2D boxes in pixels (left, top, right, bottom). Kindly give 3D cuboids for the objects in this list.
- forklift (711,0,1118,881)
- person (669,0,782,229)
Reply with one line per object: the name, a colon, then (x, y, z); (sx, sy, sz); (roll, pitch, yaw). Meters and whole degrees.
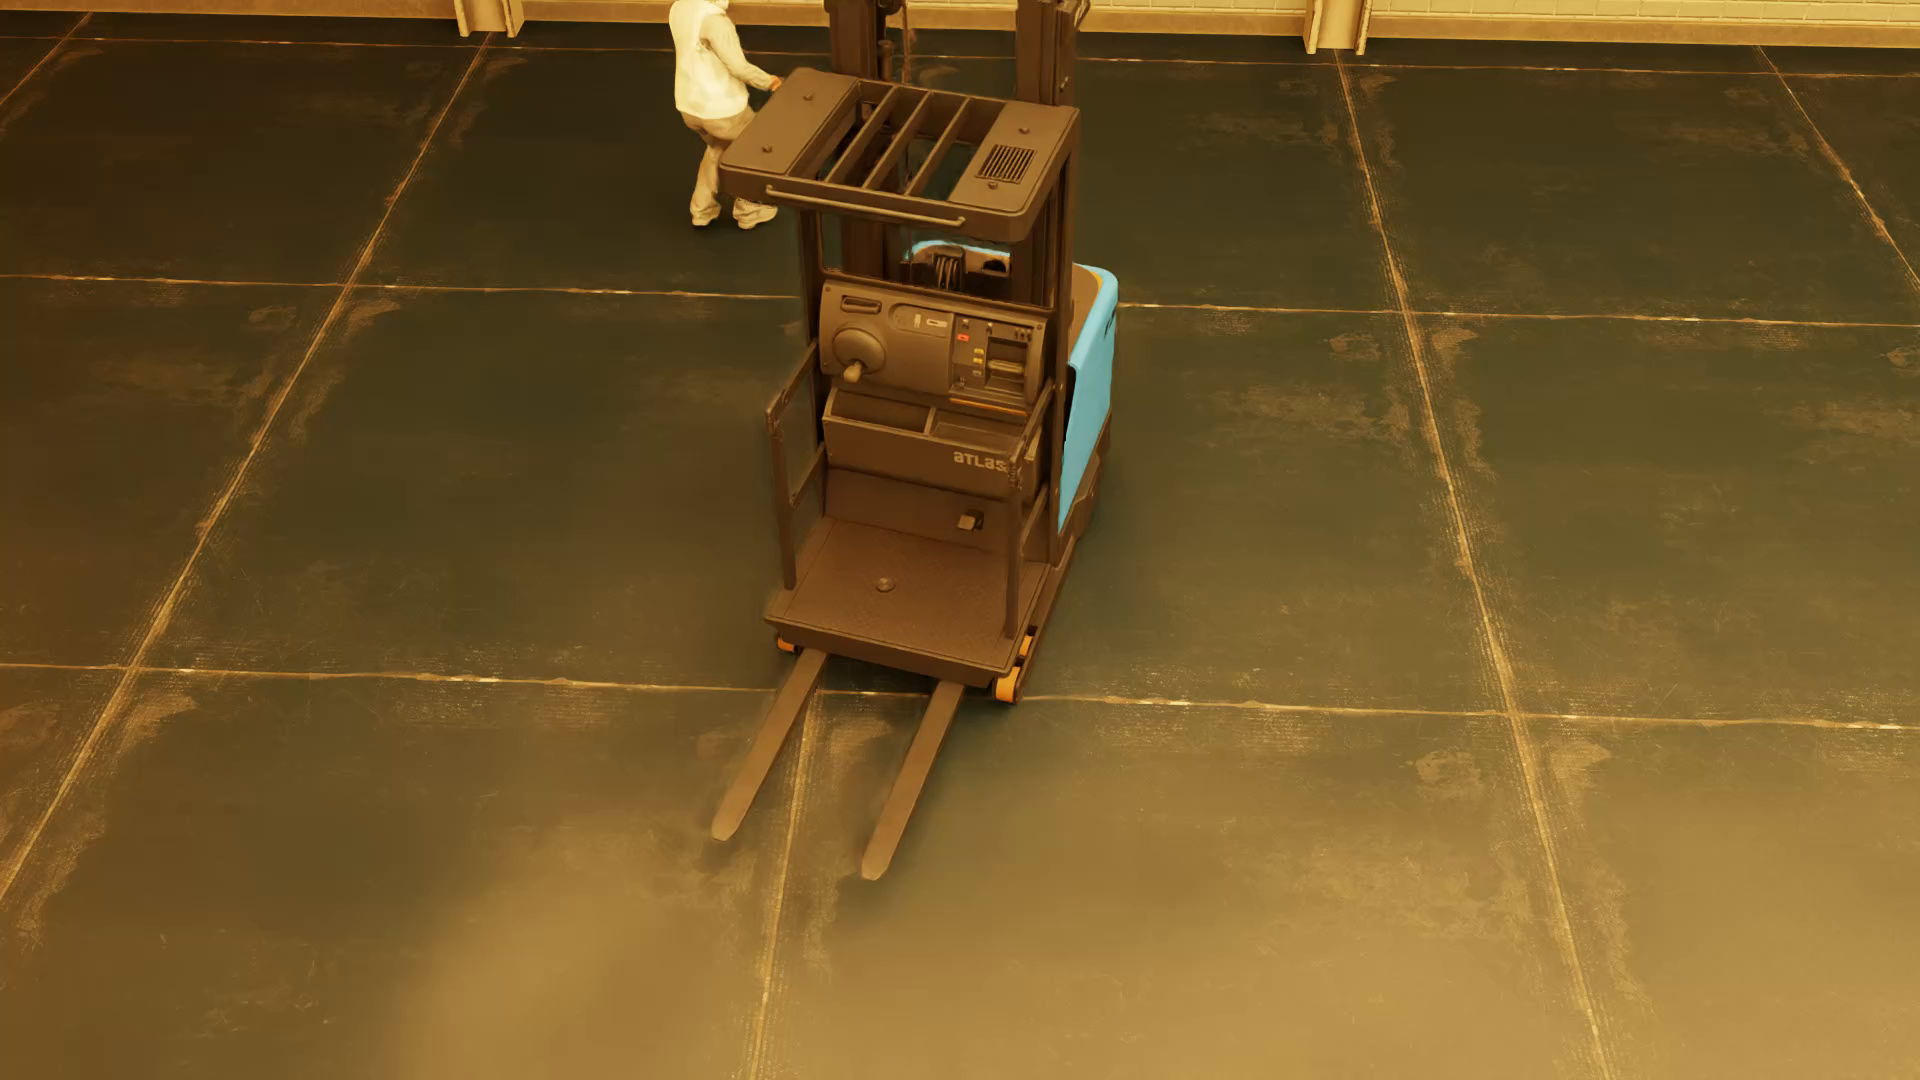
forklift: (-0.180, -0.689, 6.497); (1.130, 2.935, 3.031); (12, 44, 13)
person: (-1.321, -2.554, 9.482); (0.765, 1.721, 0.666); (31, 51, 30)
